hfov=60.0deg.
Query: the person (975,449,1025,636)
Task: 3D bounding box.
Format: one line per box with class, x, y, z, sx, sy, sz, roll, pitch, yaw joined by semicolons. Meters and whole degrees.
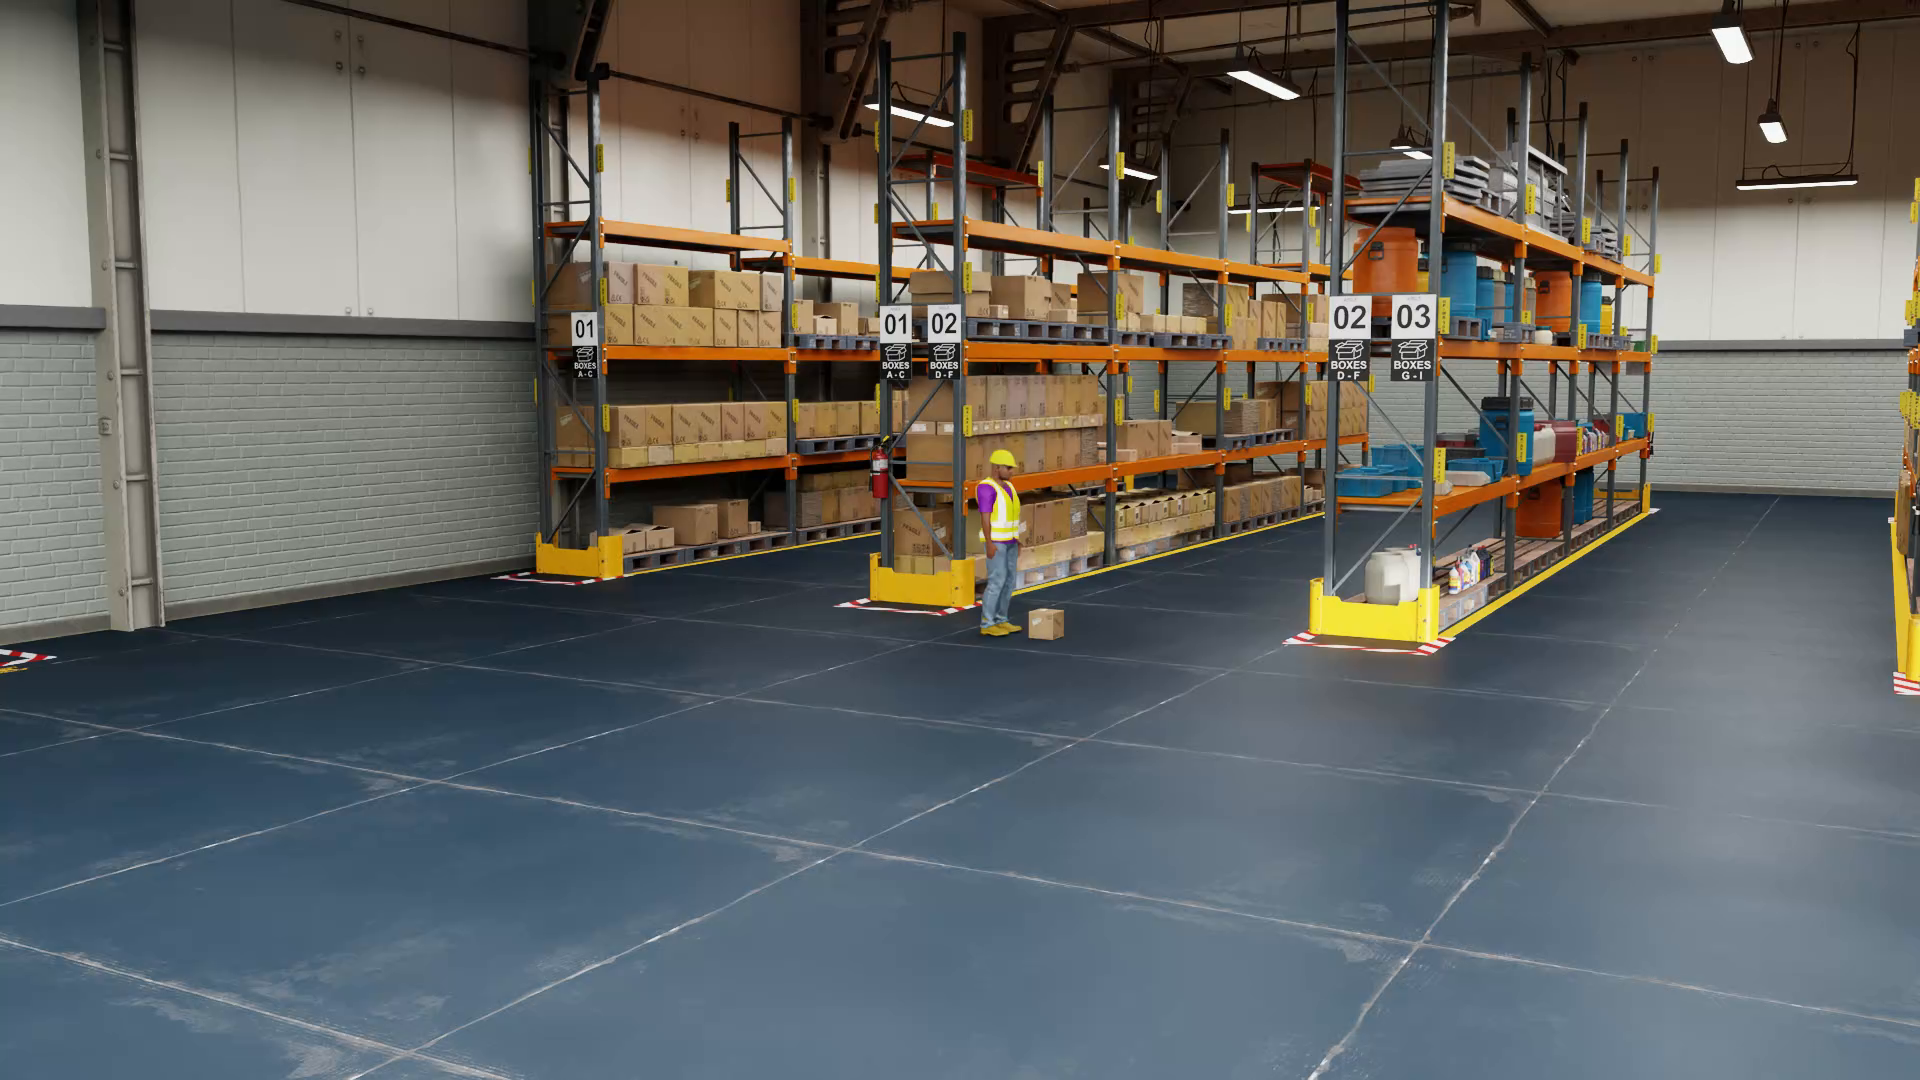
person;0.385;0.016;15.882;0.360;1.762;0.566;3;7;30
